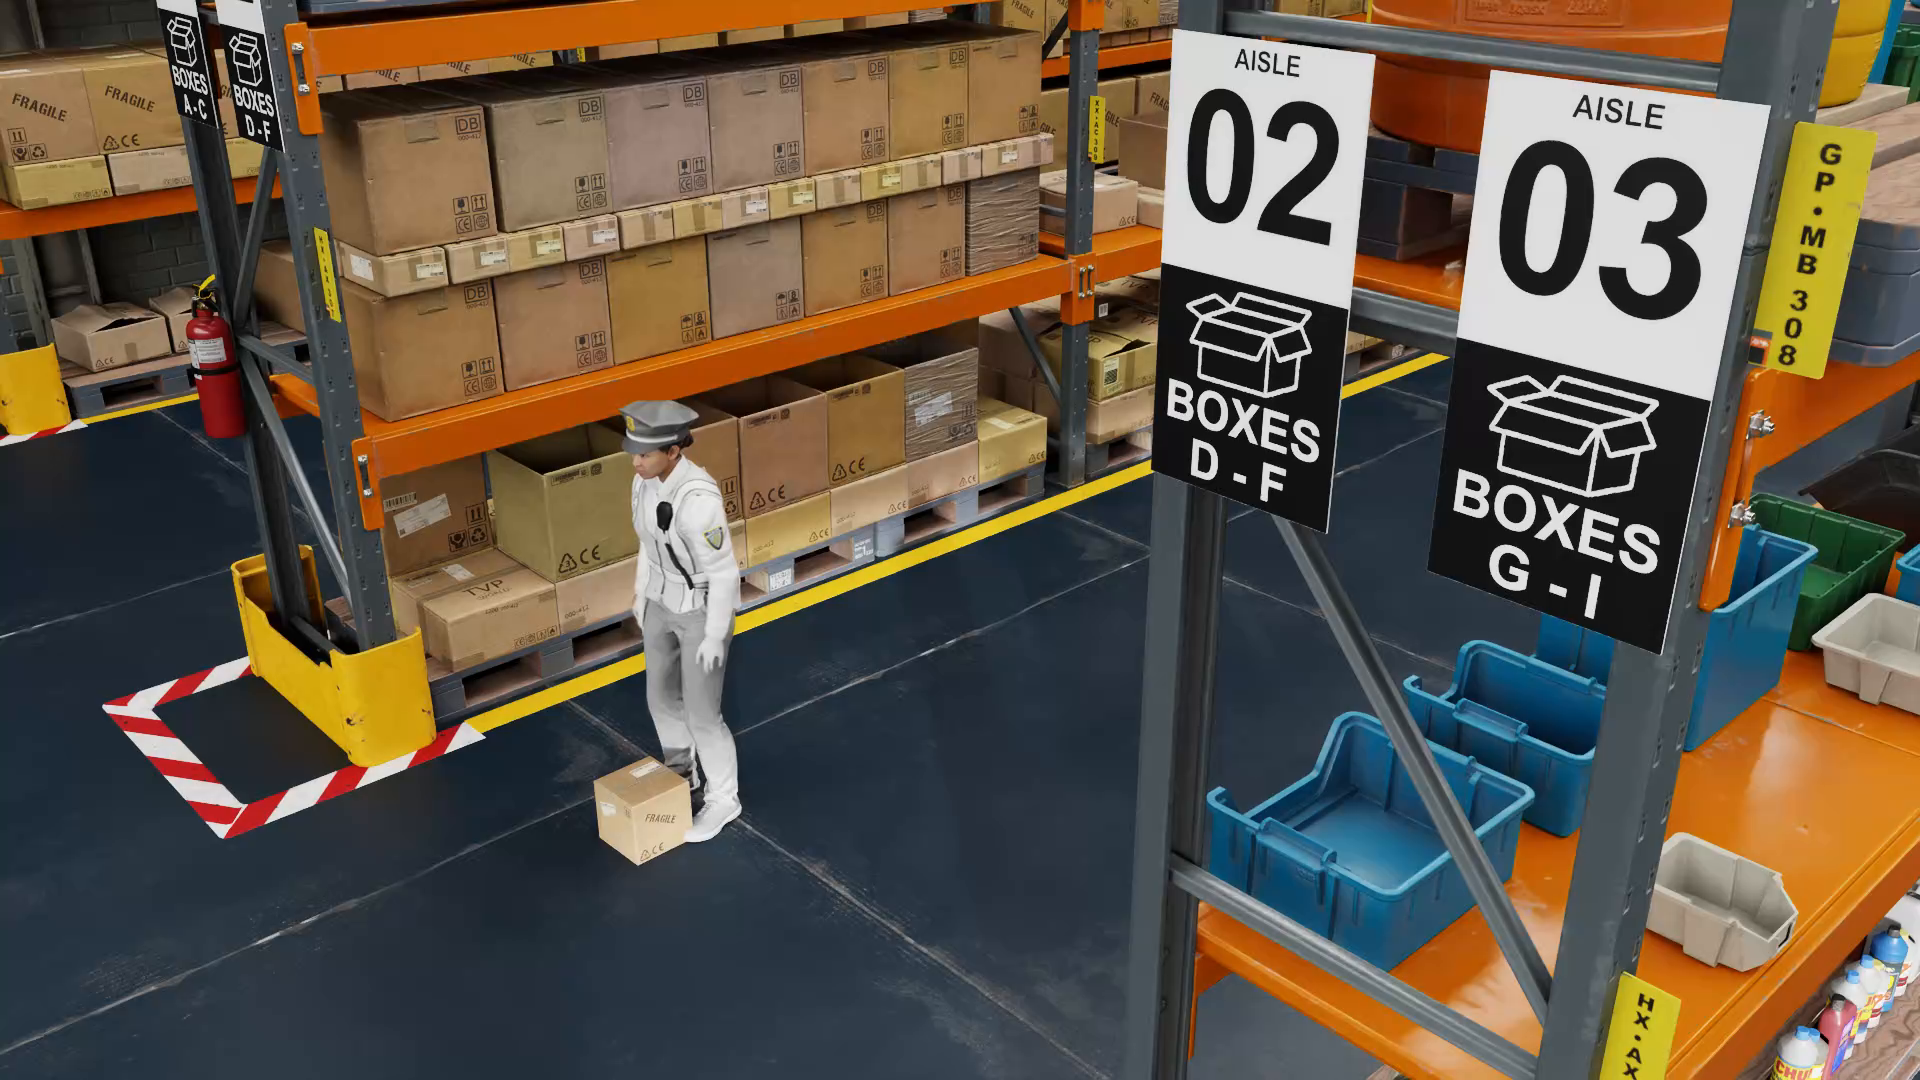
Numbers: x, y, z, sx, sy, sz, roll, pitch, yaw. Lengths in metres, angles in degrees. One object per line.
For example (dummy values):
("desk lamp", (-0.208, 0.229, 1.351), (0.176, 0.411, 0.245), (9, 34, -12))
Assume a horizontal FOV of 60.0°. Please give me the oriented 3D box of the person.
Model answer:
("person", (-0.997, 0.278, 5.991), (0.375, 1.663, 0.526), (-21, 32, -39))
